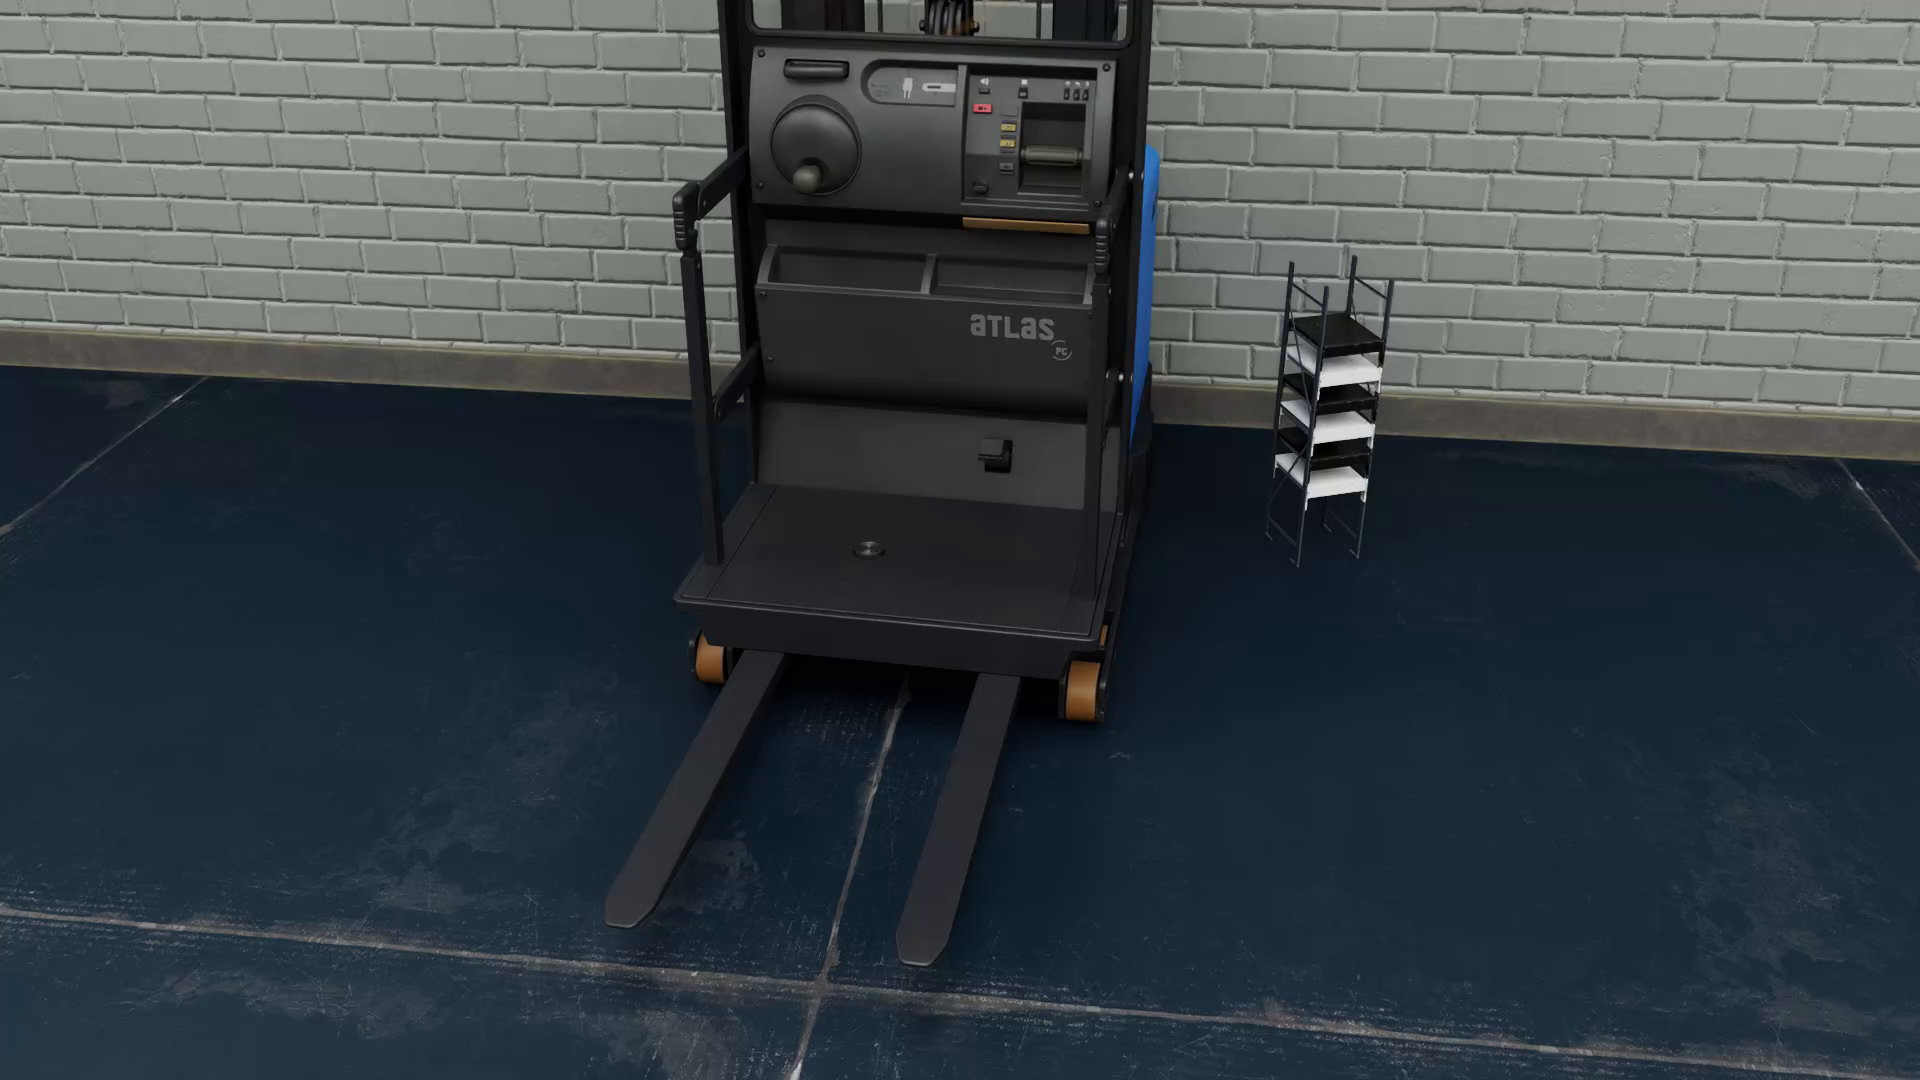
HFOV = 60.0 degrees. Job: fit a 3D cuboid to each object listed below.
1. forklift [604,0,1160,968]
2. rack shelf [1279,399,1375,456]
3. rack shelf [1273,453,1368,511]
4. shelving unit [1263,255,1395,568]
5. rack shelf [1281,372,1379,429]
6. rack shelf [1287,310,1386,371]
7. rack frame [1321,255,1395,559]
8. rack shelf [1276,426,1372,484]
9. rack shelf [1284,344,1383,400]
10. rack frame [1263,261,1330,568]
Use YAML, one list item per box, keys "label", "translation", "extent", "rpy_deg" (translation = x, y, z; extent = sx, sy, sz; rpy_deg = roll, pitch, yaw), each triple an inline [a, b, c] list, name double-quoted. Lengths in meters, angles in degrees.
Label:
- label: "forklift"
  translation: [-0.113, -0.998, 4.013]
  extent: [1.130, 2.935, 3.031]
  rpy_deg: [5, 29, 9]
- label: "rack shelf"
  translation: [1.099, -0.350, 5.022]
  extent: [0.200, 0.077, 0.258]
  rpy_deg: [-8, 29, -14]
- label: "rack shelf"
  translation: [1.099, -0.192, 5.107]
  extent: [0.200, 0.077, 0.258]
  rpy_deg: [-8, 29, -14]
- label: "shelving unit"
  translation: [1.099, -0.380, 5.006]
  extent: [0.210, 0.900, 0.258]
  rpy_deg: [-8, 29, -14]
- label: "rack shelf"
  translation: [1.099, -0.429, 4.979]
  extent: [0.200, 0.077, 0.258]
  rpy_deg: [-8, 29, -14]
- label: "rack shelf"
  translation: [1.099, -0.588, 4.893]
  extent: [0.200, 0.077, 0.258]
  rpy_deg: [-8, 29, -14]
- label: "rack frame"
  translation: [1.197, -0.393, 5.031]
  extent: [0.006, 0.900, 0.240]
  rpy_deg: [-8, 29, -14]
- label: "rack shelf"
  translation: [1.099, -0.271, 5.064]
  extent: [0.200, 0.077, 0.258]
  rpy_deg: [-8, 29, -14]
- label: "rack shelf"
  translation: [1.099, -0.509, 4.936]
  extent: [0.200, 0.077, 0.258]
  rpy_deg: [-8, 29, -14]
- label: "rack frame"
  translation: [1.001, -0.366, 4.981]
  extent: [0.006, 0.900, 0.240]
  rpy_deg: [-8, 29, -14]
